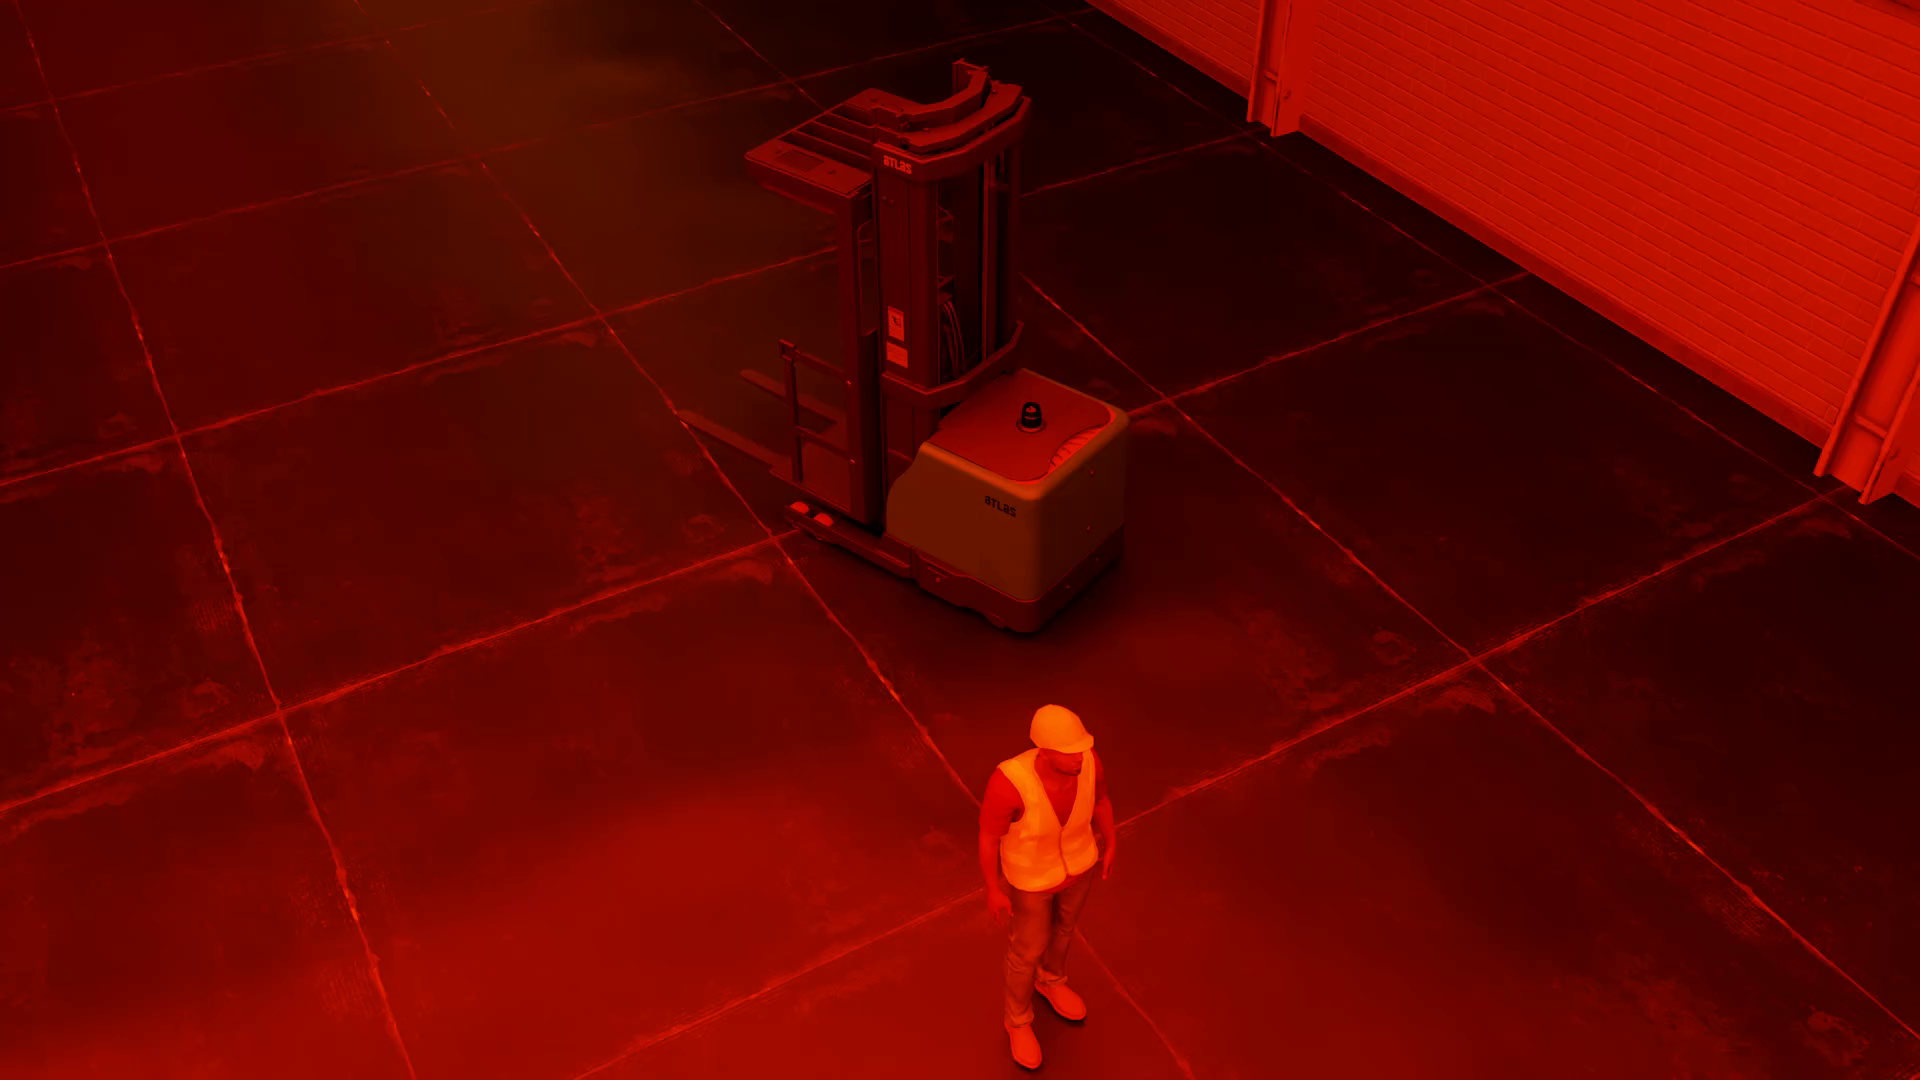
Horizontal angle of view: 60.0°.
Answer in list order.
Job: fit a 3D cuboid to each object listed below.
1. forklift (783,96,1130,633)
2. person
[{"bbox_3d":[-0.049,-1.118,9.454,1.939,2.843,1.129,26,46,28],"label":"forklift"},{"bbox_3d":[0.425,1.459,7.178,0.666,1.765,0.577,-20,44,-23],"label":"person"}]
